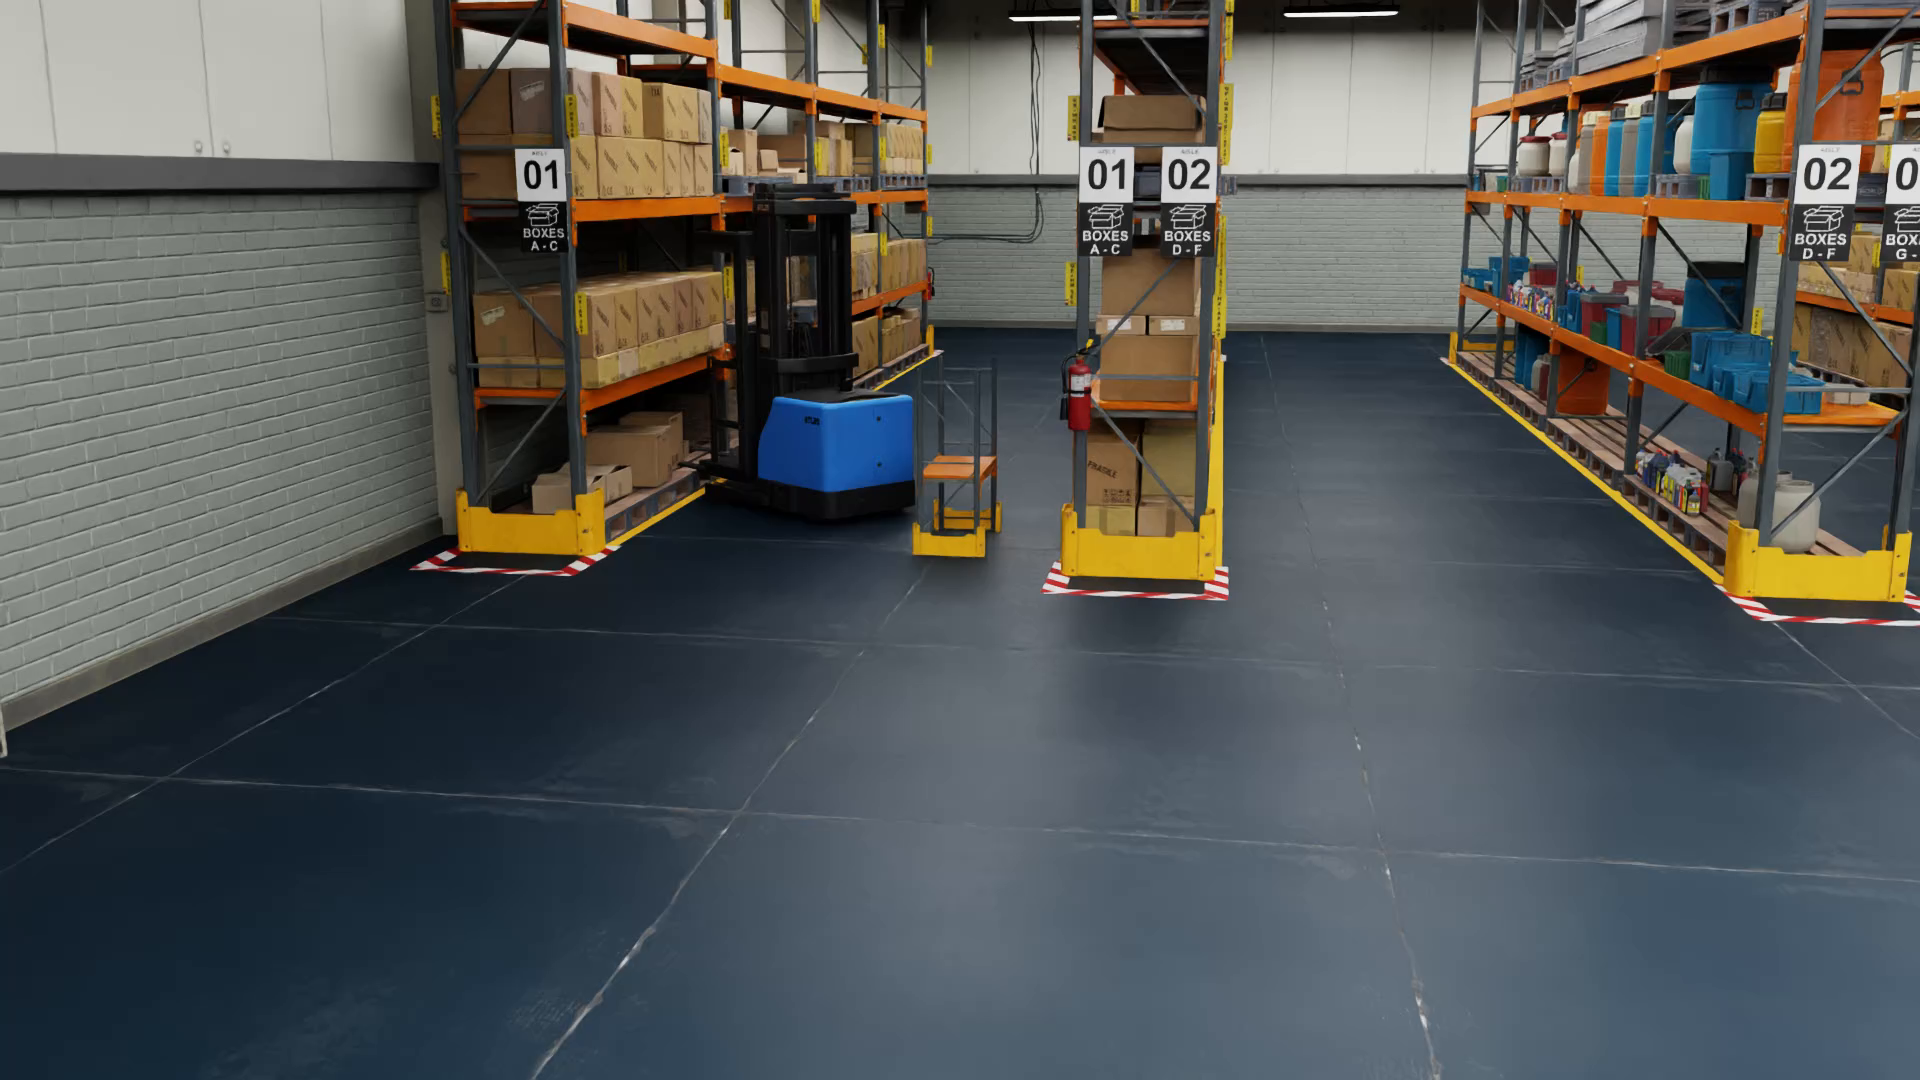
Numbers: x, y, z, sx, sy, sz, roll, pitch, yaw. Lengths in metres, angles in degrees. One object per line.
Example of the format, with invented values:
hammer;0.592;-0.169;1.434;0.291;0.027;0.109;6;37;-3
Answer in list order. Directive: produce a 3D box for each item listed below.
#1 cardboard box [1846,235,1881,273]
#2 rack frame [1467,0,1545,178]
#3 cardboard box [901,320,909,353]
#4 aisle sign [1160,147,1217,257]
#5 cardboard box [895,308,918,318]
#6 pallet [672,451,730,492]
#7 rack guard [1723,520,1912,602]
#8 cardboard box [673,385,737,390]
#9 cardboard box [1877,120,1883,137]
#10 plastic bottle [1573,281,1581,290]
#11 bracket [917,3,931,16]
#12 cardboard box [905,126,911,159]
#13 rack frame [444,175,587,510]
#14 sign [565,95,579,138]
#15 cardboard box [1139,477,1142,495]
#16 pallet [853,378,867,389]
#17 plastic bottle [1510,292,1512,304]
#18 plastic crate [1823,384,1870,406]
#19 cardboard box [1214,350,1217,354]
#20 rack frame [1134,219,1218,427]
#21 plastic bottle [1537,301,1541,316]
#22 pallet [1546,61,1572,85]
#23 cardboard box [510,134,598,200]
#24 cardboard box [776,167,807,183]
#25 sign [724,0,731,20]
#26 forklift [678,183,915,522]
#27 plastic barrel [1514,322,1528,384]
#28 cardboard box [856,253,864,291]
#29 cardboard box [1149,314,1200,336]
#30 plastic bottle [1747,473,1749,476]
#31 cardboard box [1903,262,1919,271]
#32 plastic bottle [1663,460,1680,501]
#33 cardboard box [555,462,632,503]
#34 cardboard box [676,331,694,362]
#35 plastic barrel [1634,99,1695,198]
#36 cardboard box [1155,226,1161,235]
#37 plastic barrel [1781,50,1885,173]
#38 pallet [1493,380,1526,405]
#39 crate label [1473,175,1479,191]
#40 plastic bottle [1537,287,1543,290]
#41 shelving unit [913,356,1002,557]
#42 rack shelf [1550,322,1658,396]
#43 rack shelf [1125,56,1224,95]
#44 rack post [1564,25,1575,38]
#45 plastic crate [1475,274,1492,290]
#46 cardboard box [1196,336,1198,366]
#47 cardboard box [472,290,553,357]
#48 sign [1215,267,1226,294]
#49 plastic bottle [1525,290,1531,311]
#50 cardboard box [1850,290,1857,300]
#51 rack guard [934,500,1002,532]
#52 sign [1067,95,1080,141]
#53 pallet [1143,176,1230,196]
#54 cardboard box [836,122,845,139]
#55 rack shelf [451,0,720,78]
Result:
cardboard box;12.896;-4.040;23.492;0.500;0.500;0.500;2;12;9
rack frame;8.729;-7.319;26.595;1.000;3.000;0.127;2;12;9
cardboard box;-1.222;-3.333;27.275;0.700;0.500;0.500;1;12;7
aisle sign;1.667;-2.464;12.137;0.394;0.787;0.004;2;12;9
cardboard box;-0.908;-3.826;28.025;0.380;0.149;0.250;2;12;8
pallet;-2.974;-0.705;16.765;1.003;0.211;1.213;2;12;9
rack guard;6.234;0.149;12.116;1.175;0.500;0.348;2;12;9
cardboard box;-2.779;-1.465;18.563;0.700;0.500;0.500;2;12;8
cardboard box;13.303;-5.942;24.072;0.500;0.250;0.500;1;12;7
plastic bottle;8.268;-3.289;22.253;0.144;0.351;0.185;2;12;9
bracket;-0.720;-10.558;33.080;0.235;0.232;0.430;2;12;9
cardboard box;-1.062;-6.347;26.548;0.500;0.500;0.500;1;12;6
rack frame;-3.521;-1.377;13.262;1.000;3.000;0.127;2;12;9
sign;-2.984;-3.253;12.772;0.100;0.325;0.005;2;12;9
cardboard box;1.306;-0.408;14.296;0.500;0.250;0.500;2;12;9
pallet;-1.904;-2.094;23.208;1.003;0.211;1.213;2;12;9
plastic bottle;7.616;-3.342;22.851;0.097;0.201;0.097;0;12;0
plastic crate;6.724;-1.103;12.616;0.298;0.136;0.250;2;12;9
cardboard box;3.190;-2.283;22.357;0.500;0.500;0.500;1;12;7
rack frame;2.605;-2.882;20.248;1.000;3.000;0.127;2;12;9
plastic bottle;7.301;-2.915;20.871;0.097;0.201;0.097;0;12;0
pallet;7.640;-5.515;19.622;1.213;0.211;1.003;2;12;9
cardboard box;-3.222;-2.963;13.218;0.500;0.500;0.500;2;12;10
cardboard box;-2.134;-4.316;19.944;0.500;0.311;0.500;2;12;9
sign;-2.839;-6.526;20.322;0.100;0.325;0.005;2;12;9
forklift;-1.769;-1.843;15.589;1.130;2.935;3.031;-11;16;-41
plastic barrel;8.014;-2.621;23.017;0.600;0.901;0.708;2;12;9
cardboard box;-1.651;-3.764;23.347;0.500;0.500;0.500;2;12;9
cardboard box;1.648;-1.658;12.788;0.380;0.149;0.250;2;12;8
plastic bottle;6.961;-0.488;14.557;0.152;0.276;0.135;2;12;10
cardboard box;12.918;-3.799;21.884;0.797;0.503;0.637;2;12;7
plastic bottle;6.255;-0.526;14.558;0.144;0.351;0.185;2;12;8
cardboard box;-3.238;-0.537;14.704;0.500;0.311;0.500;3;13;13
cardboard box;-2.826;-1.829;15.668;0.500;0.250;0.500;2;12;8
plastic barrel;6.748;-3.713;15.791;0.600;0.901;0.708;2;12;9
cardboard box;3.042;-4.366;24.523;0.500;0.500;0.500;2;12;9
plastic barrel;6.218;-3.043;11.855;0.600;0.830;0.708;2;12;9
pallet;7.954;-2.031;22.918;1.003;0.211;1.213;2;12;9
crate label;8.268;-5.598;26.084;0.408;0.251;0.502;2;12;9
plastic bottle;7.674;-3.211;22.069;0.152;0.276;0.135;2;12;9
shelving unit;-0.012;-0.717;13.762;0.587;1.500;1.083;2;12;9
rack shelf;7.191;-1.953;17.644;1.077;0.370;4.000;2;12;9
rack shelf;2.298;-4.852;17.802;1.077;0.370;4.000;2;12;9
rack post;7.522;-6.071;19.581;0.624;0.289;0.986;2;12;9
plastic crate;8.117;-3.957;25.488;0.416;0.233;0.300;2;12;9
cardboard box;1.853;-1.896;15.434;0.700;0.500;0.500;2;12;8
cardboard box;-3.658;-1.785;13.684;0.500;0.500;0.500;2;12;8
sign;2.539;-2.494;16.203;0.100;0.325;0.005;2;12;9
plastic bottle;7.429;-3.122;21.667;0.097;0.271;0.097;0;12;0
cardboard box;12.810;-3.452;23.486;0.380;0.149;0.250;2;12;8
rack guard;0.065;-0.210;14.374;0.587;0.250;0.087;2;12;9
sign;0.841;-3.098;12.215;0.100;0.325;0.005;2;12;9
pallet;2.420;-3.879;18.202;1.003;0.211;1.213;2;12;11
cardboard box;-1.940;-5.793;23.571;0.500;0.250;0.500;3;12;13
rack shelf;-3.213;-4.372;14.638;1.077;0.370;4.000;2;12;9
